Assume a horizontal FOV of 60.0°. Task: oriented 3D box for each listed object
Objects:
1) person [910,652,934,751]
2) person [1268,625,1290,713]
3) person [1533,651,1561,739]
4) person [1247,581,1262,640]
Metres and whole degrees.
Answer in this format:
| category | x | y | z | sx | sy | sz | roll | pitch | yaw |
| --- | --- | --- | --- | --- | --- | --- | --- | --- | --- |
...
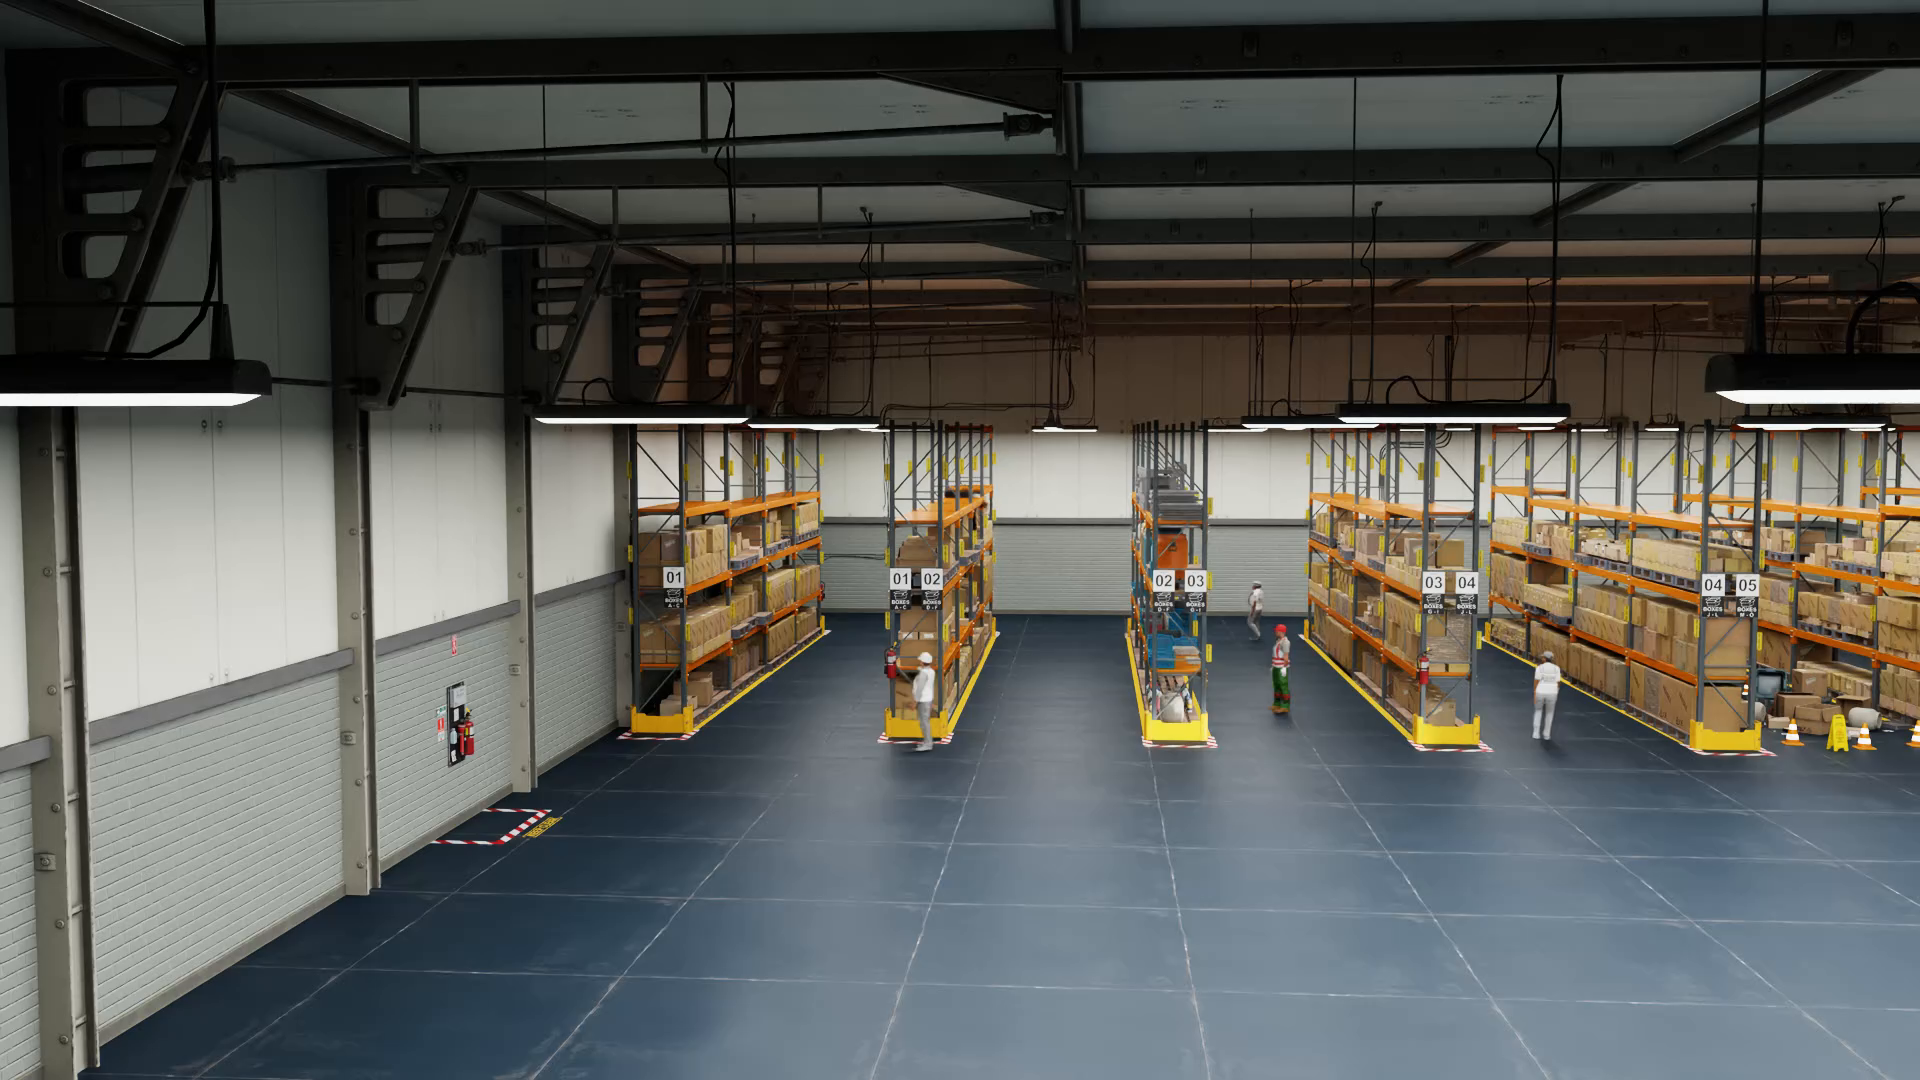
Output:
| category | x | y | z | sx | sy | sz | roll | pitch | yaw |
| --- | --- | --- | --- | --- | --- | --- | --- | --- | --- |
| person | -0.679 | 2.926 | 30.147 | 0.403 | 1.786 | 0.595 | 0 | 4 | 6 |
| person | 6.616 | 2.645 | 34.419 | 0.414 | 1.789 | 0.595 | -1 | 4 | -18 |
| person | 10.996 | 2.912 | 31.160 | 0.479 | 1.673 | 0.450 | 2 | 4 | 33 |
| person | 8.195 | 1.967 | 46.282 | 0.440 | 1.684 | 0.500 | 2 | 4 | 26 |
